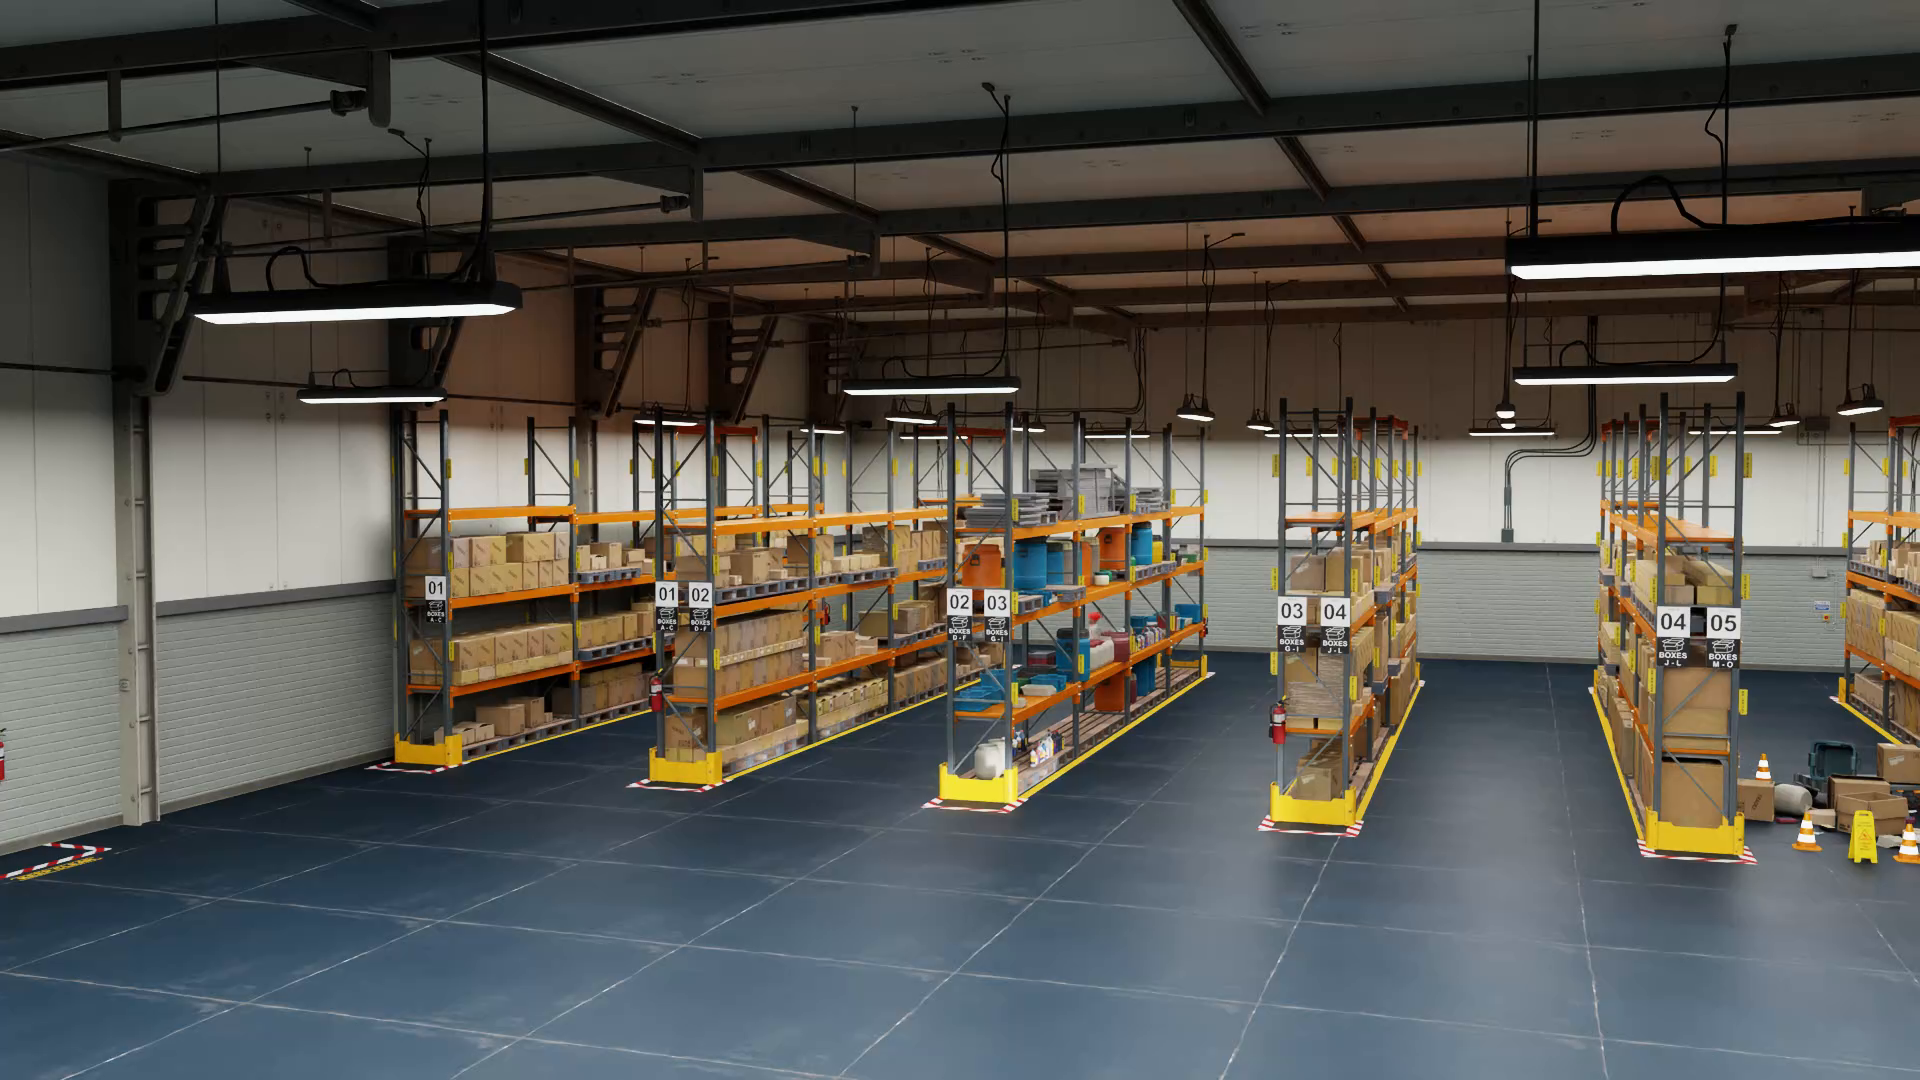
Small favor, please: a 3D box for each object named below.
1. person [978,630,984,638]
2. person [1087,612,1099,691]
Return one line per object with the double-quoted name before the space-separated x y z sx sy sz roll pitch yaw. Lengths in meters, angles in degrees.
"person" 0.658 2.342 43.159 0.434 1.578 0.415 1 3 17
"person" 2.835 2.508 37.379 0.682 1.775 0.563 -1 3 -20
